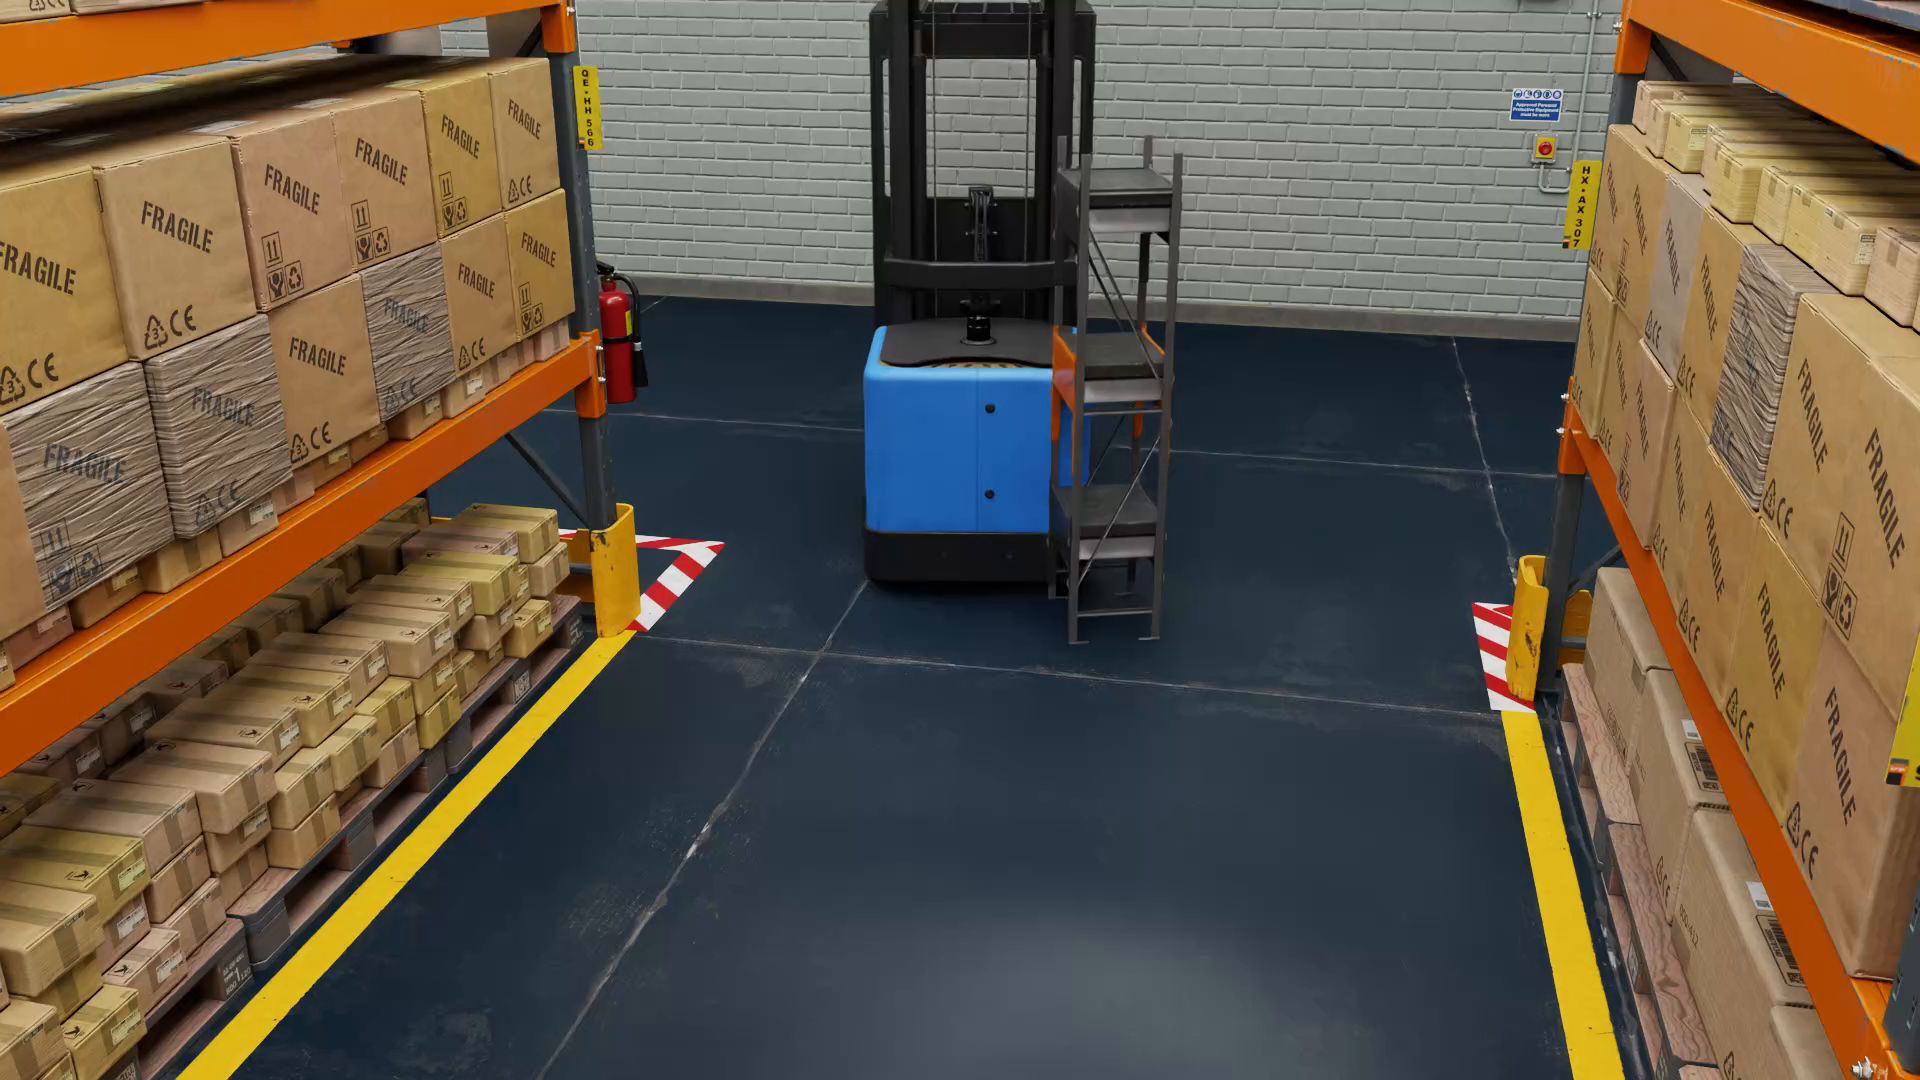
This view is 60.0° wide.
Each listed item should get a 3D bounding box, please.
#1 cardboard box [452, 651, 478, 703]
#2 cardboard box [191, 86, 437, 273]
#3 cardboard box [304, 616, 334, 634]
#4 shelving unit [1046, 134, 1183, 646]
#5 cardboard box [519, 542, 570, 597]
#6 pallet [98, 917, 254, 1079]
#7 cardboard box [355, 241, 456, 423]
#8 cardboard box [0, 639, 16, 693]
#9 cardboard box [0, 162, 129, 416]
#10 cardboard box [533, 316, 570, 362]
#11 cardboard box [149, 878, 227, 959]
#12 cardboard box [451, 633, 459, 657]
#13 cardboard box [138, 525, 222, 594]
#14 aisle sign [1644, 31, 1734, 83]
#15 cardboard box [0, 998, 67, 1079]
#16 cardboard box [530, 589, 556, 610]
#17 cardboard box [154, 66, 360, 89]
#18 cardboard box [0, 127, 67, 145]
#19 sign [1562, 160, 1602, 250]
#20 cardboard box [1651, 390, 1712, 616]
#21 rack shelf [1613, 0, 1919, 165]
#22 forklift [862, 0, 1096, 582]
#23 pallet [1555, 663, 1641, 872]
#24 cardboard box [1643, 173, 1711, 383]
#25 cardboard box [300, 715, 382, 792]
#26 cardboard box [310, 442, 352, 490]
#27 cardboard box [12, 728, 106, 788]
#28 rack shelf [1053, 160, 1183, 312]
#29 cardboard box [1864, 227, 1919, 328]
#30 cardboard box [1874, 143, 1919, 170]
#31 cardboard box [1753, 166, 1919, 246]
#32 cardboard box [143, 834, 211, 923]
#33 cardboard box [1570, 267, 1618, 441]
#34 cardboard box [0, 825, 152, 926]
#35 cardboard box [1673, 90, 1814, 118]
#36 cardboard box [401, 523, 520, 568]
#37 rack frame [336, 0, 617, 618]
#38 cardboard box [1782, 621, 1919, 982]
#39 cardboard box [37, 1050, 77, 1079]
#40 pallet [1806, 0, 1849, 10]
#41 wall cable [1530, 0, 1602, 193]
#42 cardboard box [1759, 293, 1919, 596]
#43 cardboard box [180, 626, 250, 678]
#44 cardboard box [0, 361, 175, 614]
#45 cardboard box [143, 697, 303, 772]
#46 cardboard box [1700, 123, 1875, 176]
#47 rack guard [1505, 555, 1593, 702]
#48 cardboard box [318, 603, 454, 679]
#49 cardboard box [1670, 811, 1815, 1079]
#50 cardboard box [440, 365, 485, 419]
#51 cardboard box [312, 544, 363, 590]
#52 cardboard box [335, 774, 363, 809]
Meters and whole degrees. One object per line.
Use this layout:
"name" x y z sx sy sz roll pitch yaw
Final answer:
"cardboard box" -2.059 0.526 6.288 0.380 0.149 0.250 5 22 11
"cardboard box" -2.078 -1.179 5.396 0.500 0.500 0.500 6 23 14
"cardboard box" -2.618 0.346 6.336 0.380 0.149 0.250 5 23 13
"shelving unit" 0.637 -0.617 7.075 0.431 2.100 0.503 -3 22 -7
"cardboard box" -1.855 0.111 6.919 0.380 0.149 0.250 4 22 9
"pallet" -2.741 1.414 4.559 1.003 0.211 1.213 4 22 11
"cardboard box" -2.071 -0.720 5.594 0.500 0.500 0.500 5 22 11
"cardboard box" -2.485 0.307 3.912 0.380 0.149 0.250 5 22 12
"cardboard box" -2.422 -0.616 3.998 0.500 0.500 0.500 4 22 9
"cardboard box" -1.817 -0.836 6.751 0.380 0.149 0.250 4 22 11
"cardboard box" -2.397 1.099 4.863 0.380 0.149 0.250 4 22 10
"cardboard box" -2.115 0.391 6.222 0.380 0.149 0.250 4 22 10
"cardboard box" -2.305 0.019 4.627 0.380 0.149 0.250 5 22 12
"aisle sign" 2.570 -2.008 5.843 0.394 0.787 0.004 4 22 11
"cardboard box" -2.456 1.251 4.089 0.380 0.149 0.250 5 23 13
"cardboard box" -1.930 0.242 6.991 0.380 0.149 0.250 5 22 12
"cardboard box" -2.475 -1.413 5.976 0.500 0.500 0.500 5 22 12
"cardboard box" -2.793 -0.847 4.571 0.500 0.500 0.500 5 22 12
"sign" 2.297 -1.236 6.143 0.100 0.325 0.005 4 22 11
"cardboard box" 2.177 -0.090 4.427 0.500 0.500 0.500 5 23 13
"rack shelf" 2.431 -1.079 3.967 1.077 0.370 4.000 4 22 11
"forklift" 0.114 -1.667 8.568 1.130 2.935 3.031 1 22 1
"pallet" 2.753 0.839 5.989 1.003 0.211 1.213 4 22 11
"cardboard box" 2.267 -0.731 4.682 0.500 0.500 0.500 4 22 11
"cardboard box" -2.152 0.687 5.490 0.380 0.149 0.250 5 22 11
"cardboard box" -2.204 -0.274 5.354 0.380 0.149 0.250 5 22 12
"cardboard box" -2.874 0.688 5.088 0.380 0.149 0.250 3 22 8
"rack shelf" 0.637 -1.254 6.818 0.431 0.518 0.480 -3 22 -7
"cardboard box" 2.029 -0.511 3.266 0.380 0.149 0.250 4 22 10
"cardboard box" 2.749 -1.043 4.588 0.380 0.149 0.250 4 22 10
"cardboard box" 2.133 -0.792 3.965 0.380 0.149 0.250 4 22 11
"cardboard box" -2.420 0.961 4.808 0.380 0.149 0.250 3 22 8
"cardboard box" 2.461 -0.646 5.808 0.500 0.500 0.500 4 22 10
"cardboard box" -2.452 0.918 4.516 0.380 0.149 0.250 4 22 10
"cardboard box" 2.512 -1.354 5.361 0.380 0.149 0.250 5 22 12
"cardboard box" -1.994 0.058 6.651 0.380 0.149 0.250 5 22 12
"rack frame" -2.027 -1.094 7.054 1.000 3.000 0.127 4 22 11
"cardboard box" 1.868 0.474 3.027 0.500 0.500 0.500 5 22 11
"cardboard box" -2.454 1.388 4.145 0.380 0.149 0.250 3 22 9
"pallet" 2.452 -1.384 3.878 1.003 0.211 1.213 4 22 11
"wall cable" 3.967 -3.303 11.138 0.585 1.953 0.123 4 22 11
"cardboard box" 1.961 -0.179 3.311 0.500 0.500 0.500 4 22 10
"cardboard box" -2.716 0.407 5.787 0.380 0.149 0.250 5 22 12
"cardboard box" -2.401 -0.159 4.200 0.500 0.500 0.500 4 22 11
"cardboard box" -2.315 0.628 5.236 0.380 0.149 0.250 4 22 9
"cardboard box" 2.309 -1.070 4.655 0.380 0.149 0.250 5 22 11
"rack guard" 2.844 0.397 6.697 1.175 0.500 0.348 4 22 11
"cardboard box" -2.038 0.355 5.914 0.380 0.149 0.250 5 23 13
"cardboard box" 2.439 1.154 4.339 0.875 0.438 0.875 4 22 9
"cardboard box" -1.970 -0.560 6.066 0.380 0.149 0.250 5 22 12
"cardboard box" -2.582 0.116 6.508 0.380 0.149 0.250 4 22 11
"cardboard box" -2.251 0.809 5.584 0.380 0.149 0.250 5 22 12
